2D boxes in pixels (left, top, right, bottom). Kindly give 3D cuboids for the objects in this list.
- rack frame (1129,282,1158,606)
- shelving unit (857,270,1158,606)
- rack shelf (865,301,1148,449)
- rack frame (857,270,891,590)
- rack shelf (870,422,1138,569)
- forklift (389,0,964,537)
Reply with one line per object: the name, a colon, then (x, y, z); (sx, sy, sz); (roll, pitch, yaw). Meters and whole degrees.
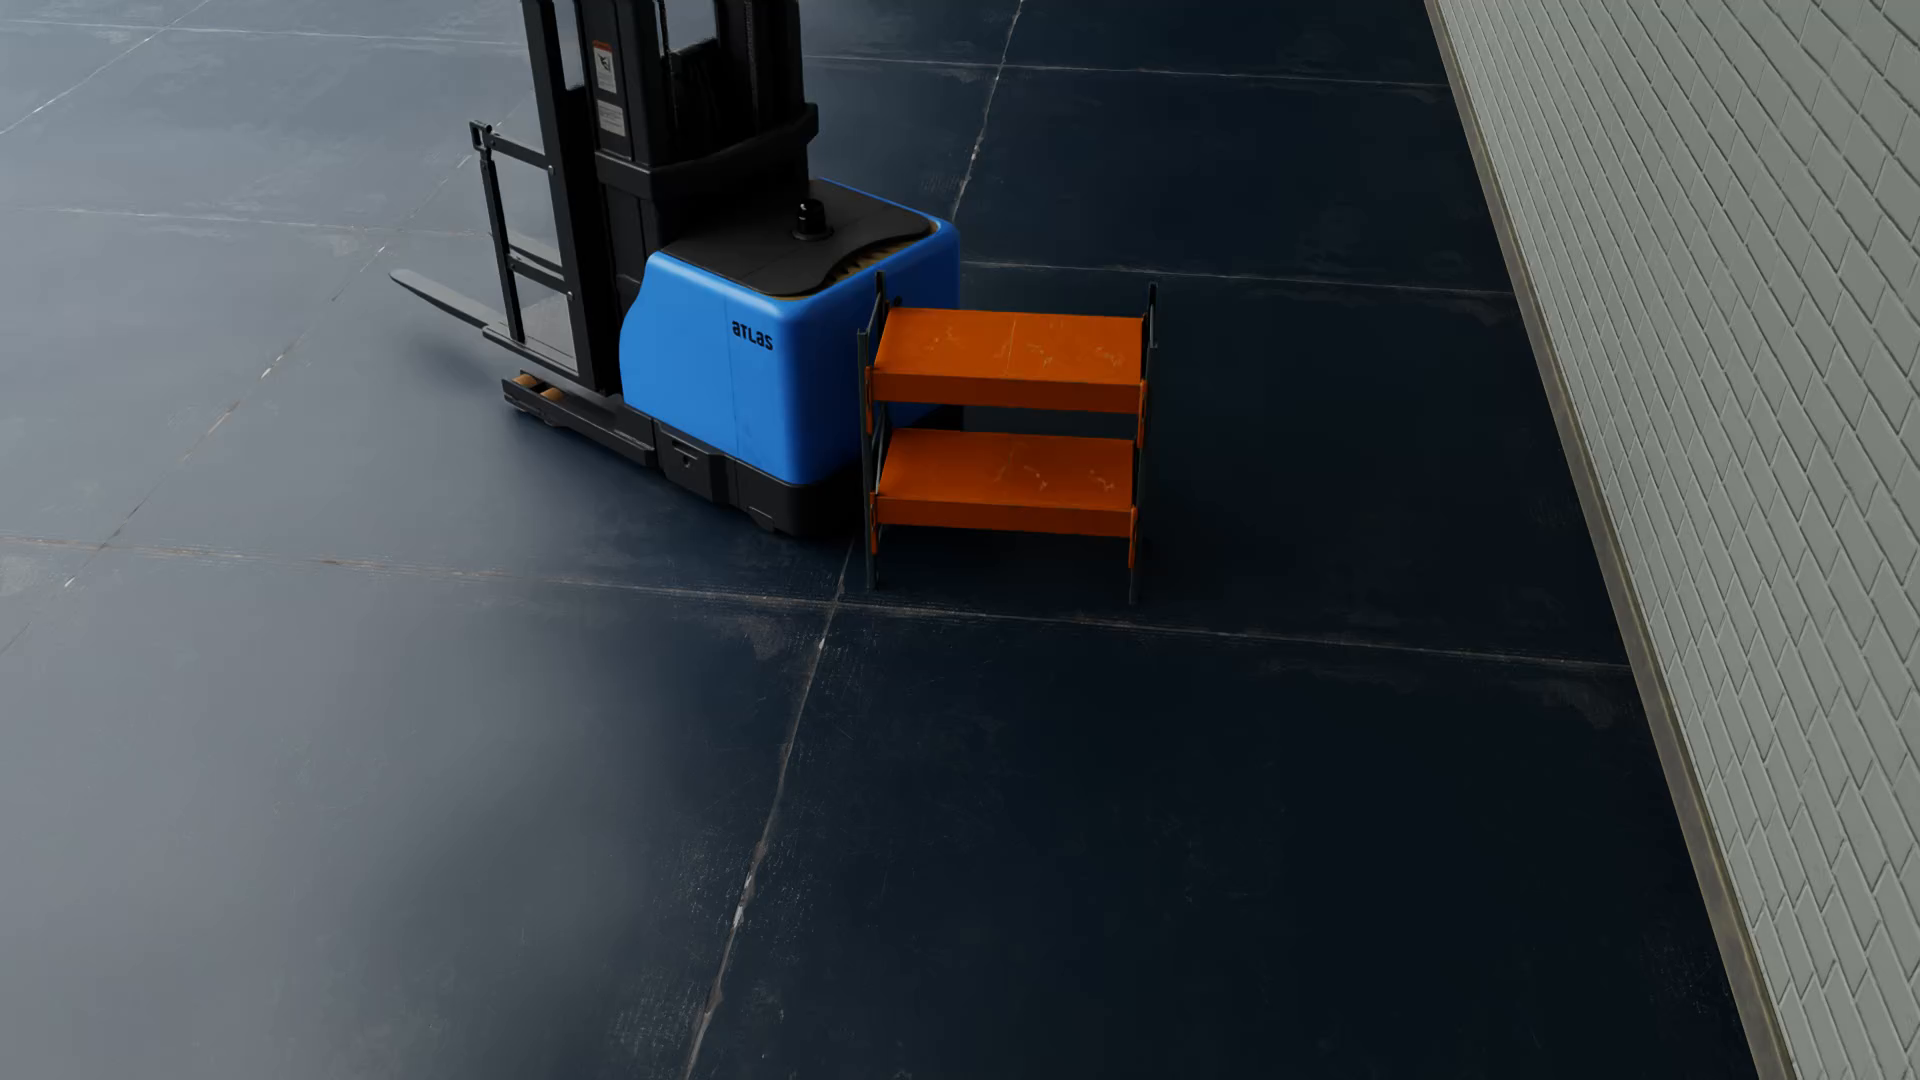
rack frame: (0.691, -0.350, 6.272); (0.032, 1.125, 0.500); (3, 36, 5)
shelving unit: (0.185, -0.379, 6.313); (1.048, 1.125, 0.538); (3, 36, 5)
rack shelf: (0.185, -0.617, 6.143); (1.000, 0.278, 0.538); (3, 36, 5)
rack frame: (-0.321, -0.408, 6.354); (0.032, 1.125, 0.500); (3, 36, 5)
rack shelf: (0.185, -0.180, 6.455); (1.000, 0.278, 0.538); (3, 36, 5)
forklift: (-1.442, -1.916, 6.912); (3.031, 2.935, 1.130); (26, 43, 31)
